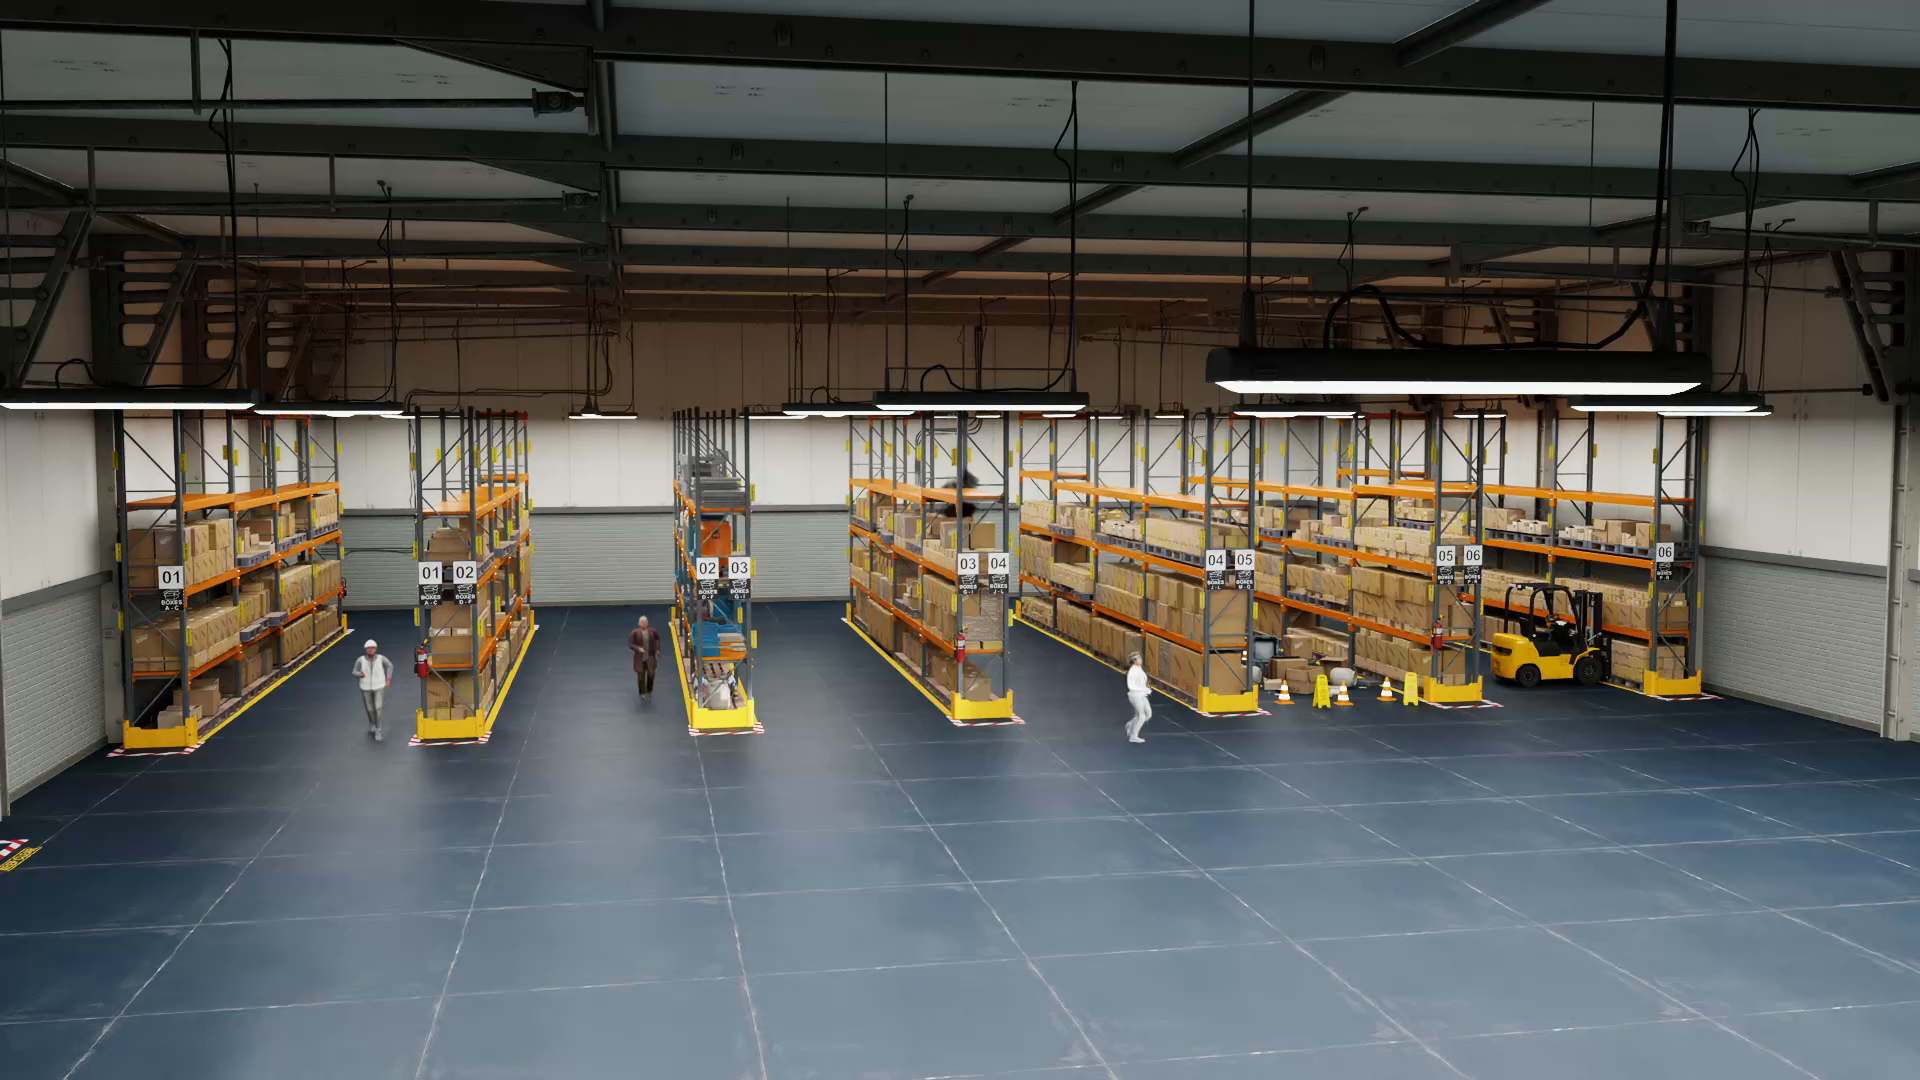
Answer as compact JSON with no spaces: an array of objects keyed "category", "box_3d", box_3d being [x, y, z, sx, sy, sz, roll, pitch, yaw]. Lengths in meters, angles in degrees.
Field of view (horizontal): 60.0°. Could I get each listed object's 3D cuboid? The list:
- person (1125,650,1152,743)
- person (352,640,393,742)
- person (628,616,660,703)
[{"category":"person","box_3d":[3.188,2.786,29.652,0.560,1.651,0.609,2,4,23]},{"category":"person","box_3d":[-10.653,2.700,30.155,0.682,1.806,0.891,-1,4,-12]},{"category":"person","box_3d":[-6.420,2.434,33.887,0.672,1.771,0.837,-1,4,-17]}]
